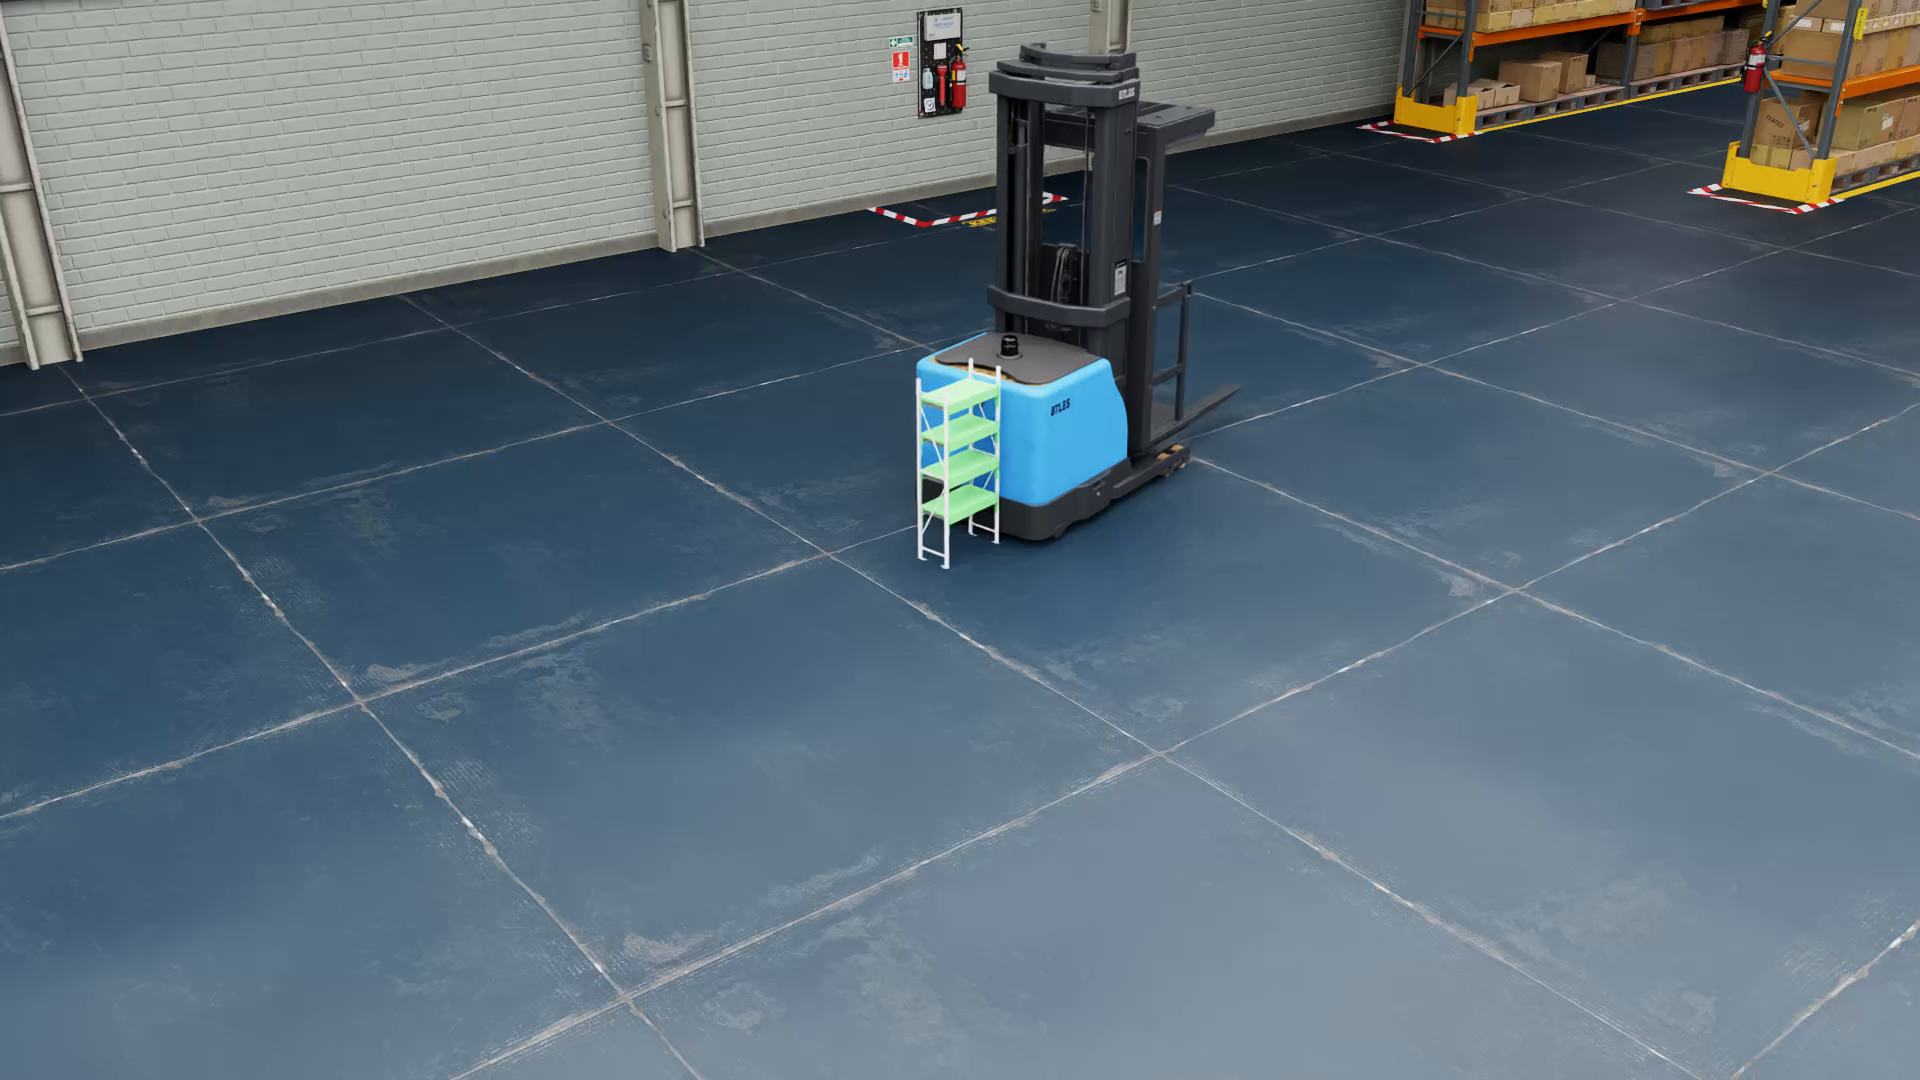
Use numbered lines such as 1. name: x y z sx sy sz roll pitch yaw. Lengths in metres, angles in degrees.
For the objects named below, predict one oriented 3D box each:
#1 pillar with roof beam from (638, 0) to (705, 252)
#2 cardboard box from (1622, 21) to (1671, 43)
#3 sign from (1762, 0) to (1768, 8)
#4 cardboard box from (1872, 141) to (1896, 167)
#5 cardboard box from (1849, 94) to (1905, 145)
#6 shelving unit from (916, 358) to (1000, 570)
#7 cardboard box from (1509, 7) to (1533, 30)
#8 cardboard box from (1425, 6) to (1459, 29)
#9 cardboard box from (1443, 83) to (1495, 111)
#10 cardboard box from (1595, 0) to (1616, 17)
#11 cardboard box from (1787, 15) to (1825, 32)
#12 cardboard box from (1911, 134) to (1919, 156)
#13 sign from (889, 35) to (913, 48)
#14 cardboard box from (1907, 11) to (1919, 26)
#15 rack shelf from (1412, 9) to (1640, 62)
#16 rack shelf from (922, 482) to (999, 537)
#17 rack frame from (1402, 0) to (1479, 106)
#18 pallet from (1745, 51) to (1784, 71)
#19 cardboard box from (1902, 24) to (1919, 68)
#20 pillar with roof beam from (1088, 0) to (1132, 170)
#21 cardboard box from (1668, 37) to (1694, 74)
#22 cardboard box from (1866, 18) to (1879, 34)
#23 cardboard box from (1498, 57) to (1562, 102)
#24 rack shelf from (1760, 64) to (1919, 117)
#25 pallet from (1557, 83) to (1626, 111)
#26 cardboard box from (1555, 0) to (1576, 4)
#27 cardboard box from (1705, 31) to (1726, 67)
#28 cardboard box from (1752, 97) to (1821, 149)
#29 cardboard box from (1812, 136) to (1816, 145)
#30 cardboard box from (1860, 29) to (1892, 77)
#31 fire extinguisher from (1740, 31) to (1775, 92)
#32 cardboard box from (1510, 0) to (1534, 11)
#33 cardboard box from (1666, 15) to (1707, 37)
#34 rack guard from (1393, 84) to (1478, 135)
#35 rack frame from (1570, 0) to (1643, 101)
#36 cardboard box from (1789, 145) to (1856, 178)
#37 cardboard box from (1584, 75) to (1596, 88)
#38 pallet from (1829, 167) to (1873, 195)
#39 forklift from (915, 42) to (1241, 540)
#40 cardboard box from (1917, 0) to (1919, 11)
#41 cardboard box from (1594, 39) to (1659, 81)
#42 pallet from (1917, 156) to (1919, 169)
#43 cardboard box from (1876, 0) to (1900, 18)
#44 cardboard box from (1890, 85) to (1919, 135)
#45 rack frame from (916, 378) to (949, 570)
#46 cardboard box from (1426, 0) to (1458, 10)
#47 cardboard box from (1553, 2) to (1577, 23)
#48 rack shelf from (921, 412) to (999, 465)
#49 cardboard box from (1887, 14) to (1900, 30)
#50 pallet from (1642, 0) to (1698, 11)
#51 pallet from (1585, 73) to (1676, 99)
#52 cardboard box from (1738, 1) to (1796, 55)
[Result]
1. pillar with roof beam: -0.255 -5.726 12.399 0.400 9.000 9.100 -18 31 -34
2. cardboard box: 10.576 -7.837 25.629 0.500 0.250 0.500 -19 31 -35
3. sign: 9.250 -6.256 19.010 0.005 0.325 0.100 -18 31 -34
4. cardboard box: 10.918 -4.710 20.102 0.500 0.250 0.500 -18 31 -34
5. cardboard box: 10.911 -5.054 19.952 0.500 0.500 0.500 -18 31 -34
6. shelving unit: -0.007 -0.472 10.342 0.258 1.200 0.503 20 31 36
7. cardboard box: 7.494 -7.182 22.817 0.500 0.250 0.500 -19 31 -36
8. cardboard box: 6.763 -7.207 22.869 0.500 0.250 0.500 -18 30 -33
9. cardboard box: 7.114 -6.210 23.238 0.500 0.311 0.500 -23 33 -40
10. cardboard box: 9.079 -7.710 23.954 0.500 0.250 0.500 -18 30 -34
11. cardboard box: 9.757 -5.942 19.100 0.250 0.149 0.380 -19 31 -35
12. cardboard box: 11.708 -4.968 20.659 0.500 0.250 0.500 -18 31 -34
13. sign: -0.648 -5.506 18.378 0.331 0.109 0.001 -18 31 -34
14. cardboard box: 11.028 -6.145 19.539 0.250 0.149 0.380 -19 31 -35
15. rack shelf: 8.088 -7.273 23.713 4.000 0.370 1.077 -18 31 -34
16. rack shelf: -0.007 -0.197 10.470 0.258 0.148 0.480 20 31 36
17. rack frame: 6.514 -7.080 22.442 0.127 3.000 1.000 -18 31 -34
18. pallet: 13.477 -8.073 27.894 1.213 0.211 1.003 -18 31 -34
19. cardboard box: 11.166 -6.005 20.008 0.500 0.500 0.700 -17 30 -33
20. pillar with roof beam: 4.466 -7.285 15.757 0.400 9.000 9.100 -18 31 -34
21. cardboard box: 11.033 -7.651 26.120 0.500 0.500 0.700 -18 30 -33
22. cardboard box: 10.222 -5.880 18.966 0.250 0.149 0.380 -19 31 -35
23. cardboard box: 8.171 -6.618 23.893 0.500 0.500 0.700 -21 32 -37
24. rack shelf: 11.148 -5.633 20.179 4.000 0.370 1.077 -18 31 -34
25. pallet: 9.155 -6.668 24.867 1.213 0.211 1.003 -18 31 -34
26. cardboard box: 8.280 -7.781 23.216 0.500 0.500 0.500 -17 30 -32
27. cardboard box: 11.798 -7.924 26.708 0.500 0.500 0.700 -18 31 -34
28. cardboard box: 9.812 -4.961 19.753 0.500 0.500 0.500 -18 31 -34
29. cardboard box: 10.200 -4.754 20.198 0.500 0.250 0.500 -18 31 -34
30. cardboard box: 10.360 -5.740 19.437 0.500 0.500 0.700 -17 30 -33
31. fire extinguisher: 9.194 -5.528 19.190 0.183 0.674 0.296 -18 31 -34
32. cardboard box: 7.471 -7.511 22.634 0.500 0.500 0.500 -18 30 -34
33. cardboard box: 11.386 -8.097 26.189 0.500 0.250 0.500 -18 31 -34
34. rack guard: 6.574 -5.966 23.011 0.348 0.500 1.175 -18 31 -34
35. rack frame: 9.662 -8.119 24.681 0.127 3.000 1.000 -18 31 -34
36. cardboard box: 10.133 -4.449 19.540 0.500 0.250 0.500 -18 31 -34
37. cardboard box: 9.260 -6.884 24.864 0.380 0.166 0.250 22 33 39
38. pallet: 10.150 -4.388 19.953 1.213 0.211 1.003 -18 31 -34
39. forklift: 0.987 -1.885 11.329 1.130 2.935 3.031 17 30 33
40. cardboard box: 11.192 -6.604 19.757 0.500 0.500 0.700 -18 31 -34
41. cardboard box: 10.231 -7.381 25.538 0.500 0.500 0.700 -17 30 -32
42. pallet: 12.070 -5.021 21.319 1.213 0.211 1.003 -18 31 -34
43. cardboard box: 10.402 -6.343 19.194 0.500 0.500 0.700 -19 31 -35
44. cardboard box: 11.700 -5.312 20.510 0.500 0.500 0.500 -18 31 -34
45. rack frame: -0.167 -0.394 10.175 0.240 1.200 0.015 20 31 36
46. cardboard box: 6.754 -7.554 22.727 0.500 0.500 0.500 -19 31 -35
47. cardboard box: 8.298 -7.443 23.379 0.500 0.250 0.500 -18 30 -34
48. rack shelf: -0.007 -0.632 10.268 0.258 0.148 0.480 20 31 36
49. cardboard box: 10.619 -6.009 19.244 0.250 0.149 0.380 -19 31 -35
50. pallet: 10.353 -8.182 25.045 1.213 0.211 1.003 -18 31 -34
51. pallet: 10.274 -7.057 25.705 1.213 0.211 1.003 -18 31 -34
52. cardboard box: 13.469 -8.521 27.602 0.750 0.750 0.750 -19 31 -35
